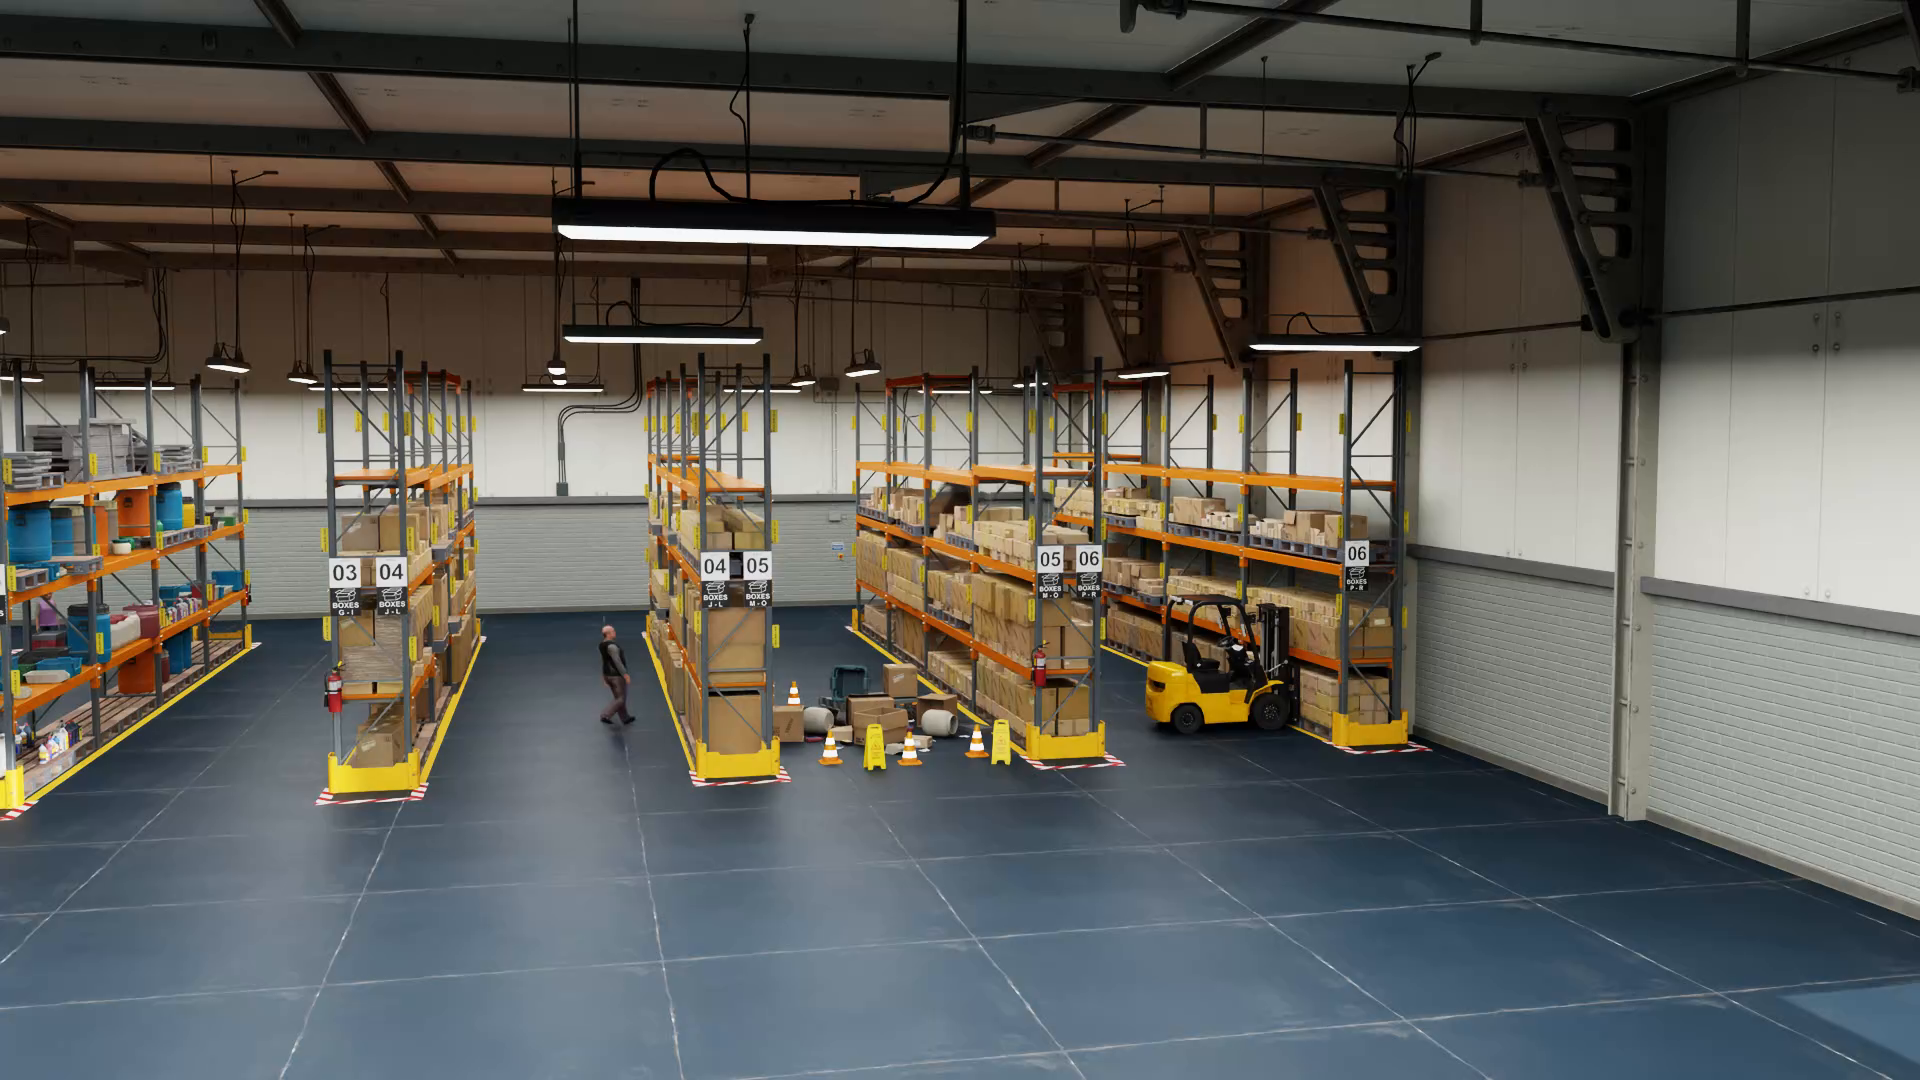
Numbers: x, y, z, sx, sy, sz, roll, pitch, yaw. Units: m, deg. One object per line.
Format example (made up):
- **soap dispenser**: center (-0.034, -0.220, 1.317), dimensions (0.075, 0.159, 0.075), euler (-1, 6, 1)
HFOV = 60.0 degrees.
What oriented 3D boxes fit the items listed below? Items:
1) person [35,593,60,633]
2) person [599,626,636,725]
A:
- **person**: center (-18.968, 1.804, 34.596), dimensions (0.444, 1.563, 0.473), euler (-1, 4, -17)
- **person**: center (-5.668, 2.258, 27.530), dimensions (0.858, 1.692, 0.574), euler (-4, 5, -43)
